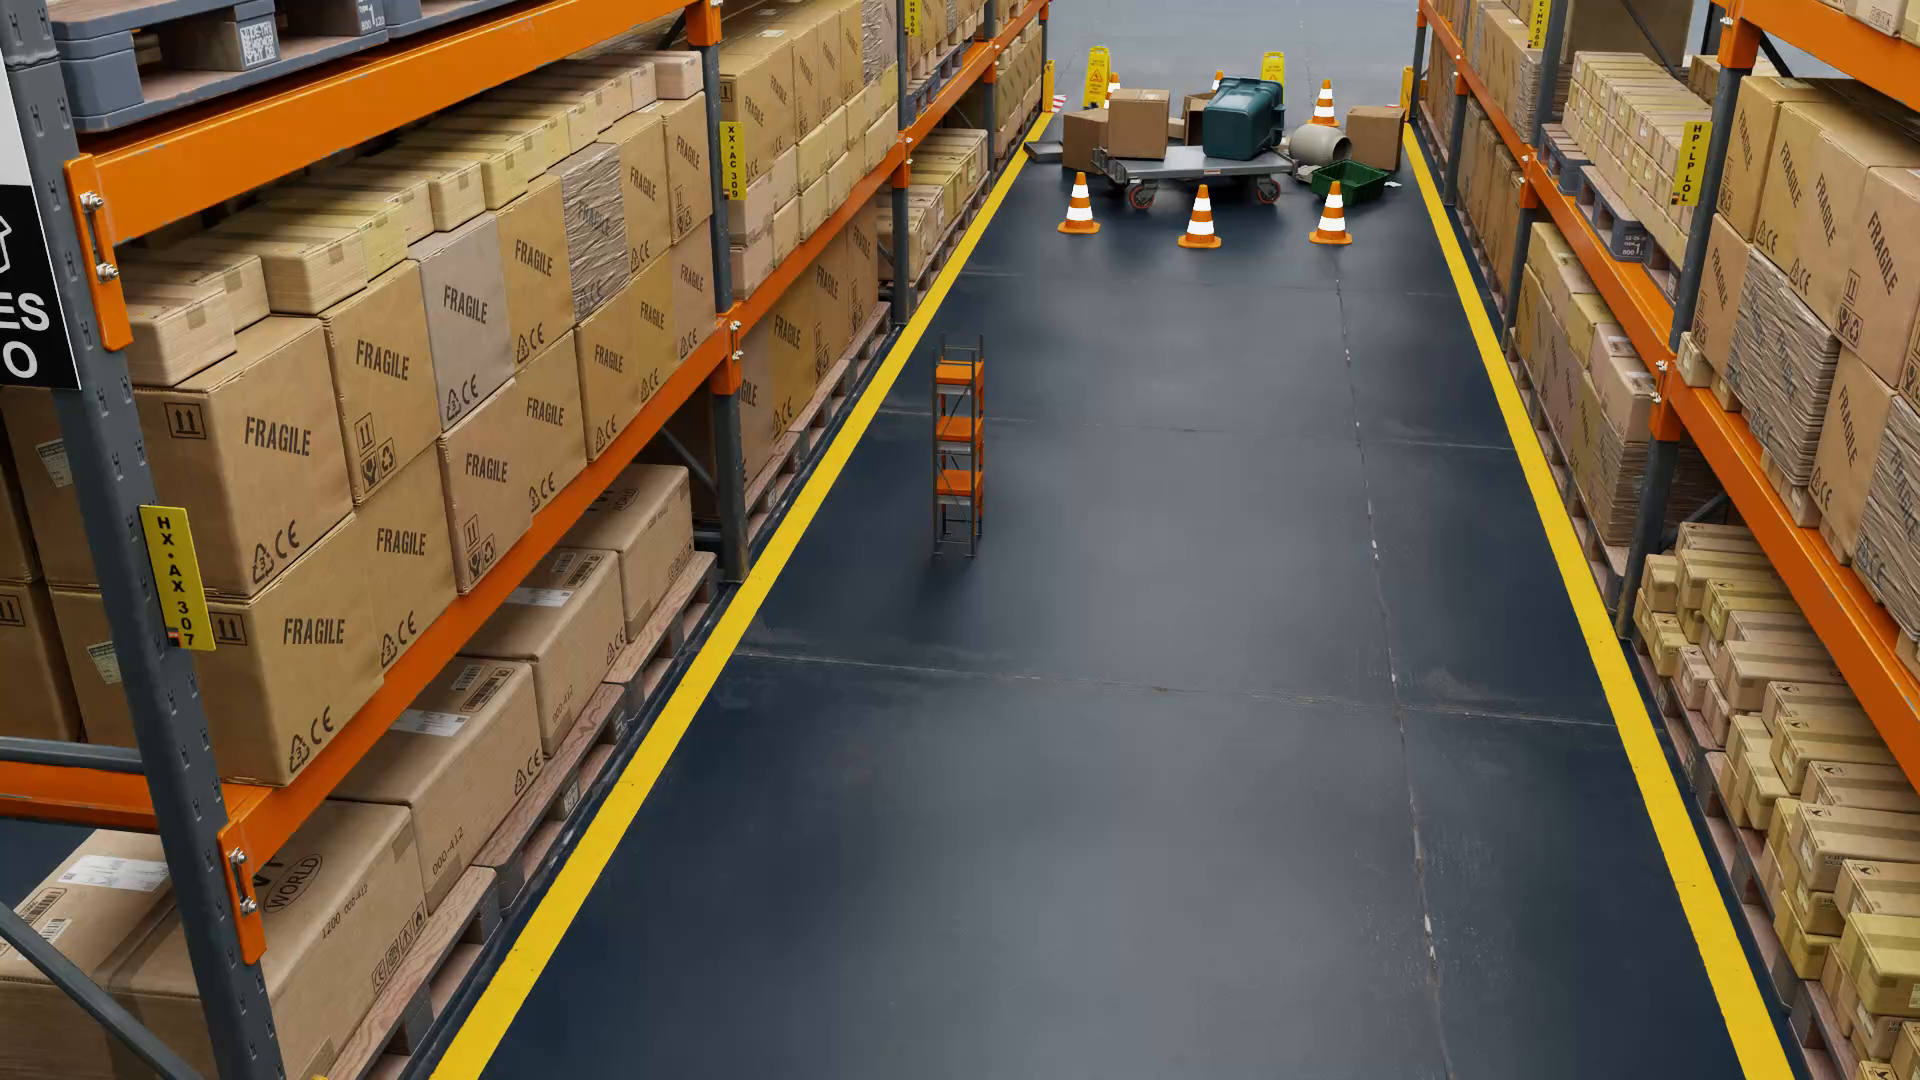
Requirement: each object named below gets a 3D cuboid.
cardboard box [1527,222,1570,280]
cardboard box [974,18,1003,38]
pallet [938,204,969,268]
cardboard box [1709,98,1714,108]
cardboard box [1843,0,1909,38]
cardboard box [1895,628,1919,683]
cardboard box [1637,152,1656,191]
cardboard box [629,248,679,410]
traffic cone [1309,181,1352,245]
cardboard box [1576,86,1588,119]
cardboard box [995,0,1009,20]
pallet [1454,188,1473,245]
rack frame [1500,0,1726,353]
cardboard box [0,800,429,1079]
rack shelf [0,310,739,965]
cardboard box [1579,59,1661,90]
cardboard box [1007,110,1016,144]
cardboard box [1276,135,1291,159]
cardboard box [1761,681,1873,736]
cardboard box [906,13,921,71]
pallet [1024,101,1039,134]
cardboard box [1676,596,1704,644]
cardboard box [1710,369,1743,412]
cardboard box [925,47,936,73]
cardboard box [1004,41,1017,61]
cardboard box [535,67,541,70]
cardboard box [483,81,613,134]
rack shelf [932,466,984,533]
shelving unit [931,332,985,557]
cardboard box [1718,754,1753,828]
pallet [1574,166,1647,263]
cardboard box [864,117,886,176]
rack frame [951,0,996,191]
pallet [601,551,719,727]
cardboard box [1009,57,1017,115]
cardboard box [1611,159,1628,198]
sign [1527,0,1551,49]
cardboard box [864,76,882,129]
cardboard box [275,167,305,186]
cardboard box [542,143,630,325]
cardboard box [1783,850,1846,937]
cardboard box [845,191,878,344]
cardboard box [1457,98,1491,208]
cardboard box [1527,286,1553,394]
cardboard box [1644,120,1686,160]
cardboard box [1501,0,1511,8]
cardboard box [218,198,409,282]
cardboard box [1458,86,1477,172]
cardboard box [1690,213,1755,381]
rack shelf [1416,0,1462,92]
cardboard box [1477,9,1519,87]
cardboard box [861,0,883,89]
[{"bbox_3d":[3.700,-1.703,9.919,0.500,0.250,0.500,3,25,6],"label":"cardboard box"},{"bbox_3d":[0.173,-4.546,14.721,0.380,0.149,0.250,4,25,8],"label":"cardboard box"},{"bbox_3d":[-0.518,-2.450,13.236,1.003,0.211,1.213,4,25,9],"label":"pallet"},{"bbox_3d":[4.337,-2.328,9.135,0.380,0.149,0.250,5,25,10],"label":"cardboard box"},{"bbox_3d":[2.884,-1.593,4.753,0.500,0.250,0.500,5,26,11],"label":"cardboard box"},{"bbox_3d":[2.713,0.303,4.361,0.380,0.149,0.250,3,25,6],"label":"cardboard box"},{"bbox_3d":[3.437,-1.733,7.863,0.380,0.149,0.250,3,25,6],"label":"cardboard box"},{"bbox_3d":[-1.405,-0.823,6.352,0.500,0.500,0.500,3,25,7],"label":"cardboard box"},{"bbox_3d":[2.996,-2.645,13.354,0.336,0.463,0.334,4,25,9],"label":"traffic cone"},{"bbox_3d":[3.732,-2.486,9.474,0.380,0.149,0.250,5,26,11],"label":"cardboard box"},{"bbox_3d":[0.152,-4.895,14.701,0.500,0.500,0.500,4,25,8],"label":"cardboard box"},{"bbox_3d":[4.653,-2.659,13.682,1.003,0.211,1.213,4,25,9],"label":"pallet"},{"bbox_3d":[4.051,-2.577,10.217,1.000,3.000,0.127,4,25,9],"label":"rack frame"},{"bbox_3d":[-2.147,1.155,4.770,0.875,0.438,0.875,3,25,7],"label":"cardboard box"},{"bbox_3d":[-1.830,-0.043,5.651,1.077,0.370,4.000,4,25,9],"label":"rack shelf"},{"bbox_3d":[3.743,-2.630,9.431,0.380,0.149,0.250,3,25,7],"label":"cardboard box"},{"bbox_3d":[0.244,-3.948,15.894,0.500,0.250,0.500,5,26,11],"label":"cardboard box"},{"bbox_3d":[3.169,-3.858,16.179,0.396,0.266,0.258,8,26,18],"label":"cardboard box"},{"bbox_3d":[2.935,0.609,5.577,0.380,0.149,0.250,3,25,6],"label":"cardboard box"},{"bbox_3d":[-0.547,-3.420,11.054,0.500,0.500,0.500,3,25,7],"label":"cardboard box"},{"bbox_3d":[0.278,-4.592,17.810,1.003,0.211,1.213,4,25,9],"label":"pallet"},{"bbox_3d":[3.070,0.304,6.580,0.380,0.149,0.250,4,25,9],"label":"cardboard box"},{"bbox_3d":[3.059,-0.581,6.250,0.380,0.149,0.250,5,26,10],"label":"cardboard box"},{"bbox_3d":[-0.378,-3.418,11.815,0.380,0.149,0.250,4,25,9],"label":"cardboard box"},{"bbox_3d":[0.329,-4.620,15.681,0.380,0.149,0.250,5,26,11],"label":"cardboard box"},{"bbox_3d":[-1.836,-1.774,6.440,0.380,0.149,0.250,4,25,9],"label":"cardboard box"},{"bbox_3d":[-1.463,-1.532,5.923,0.380,0.149,0.250,4,25,8],"label":"cardboard box"},{"bbox_3d":[-0.009,-0.192,8.102,0.215,0.259,0.240,4,25,9],"label":"rack shelf"},{"bbox_3d":[-0.009,-0.453,7.980,0.215,1.050,0.252,4,25,9],"label":"shelving unit"},{"bbox_3d":[2.849,0.872,5.715,0.380,0.149,0.250,3,25,7],"label":"cardboard box"},{"bbox_3d":[3.768,-1.659,8.483,1.003,0.211,1.213,4,25,9],"label":"pallet"},{"bbox_3d":[-0.743,-2.366,9.942,0.500,0.250,0.500,4,25,9],"label":"cardboard box"},{"bbox_3d":[-0.195,-4.551,14.434,1.000,3.000,0.127,4,25,9],"label":"rack frame"},{"bbox_3d":[-1.704,0.371,7.209,1.003,0.211,1.213,4,25,9],"label":"pallet"},{"bbox_3d":[0.243,-4.288,15.736,0.500,0.500,0.500,5,26,11],"label":"cardboard box"},{"bbox_3d":[3.520,-1.817,8.394,0.380,0.149,0.250,3,25,7],"label":"cardboard box"},{"bbox_3d":[3.503,-3.139,10.051,0.100,0.325,0.005,4,25,9],"label":"sign"},{"bbox_3d":[-0.758,-2.601,9.857,0.500,0.250,0.500,3,25,7],"label":"cardboard box"},{"bbox_3d":[-2.141,-1.025,4.840,0.380,0.149,0.250,5,25,10],"label":"cardboard box"},{"bbox_3d":[-1.472,-1.061,5.682,0.500,0.500,0.500,4,25,9],"label":"cardboard box"},{"bbox_3d":[2.703,1.060,4.965,0.380,0.149,0.250,4,25,9],"label":"cardboard box"},{"bbox_3d":[-1.044,-1.823,10.616,0.875,0.875,0.875,4,25,8],"label":"cardboard box"},{"bbox_3d":[4.692,-3.155,13.611,1.050,0.750,0.750,4,25,8],"label":"cardboard box"},{"bbox_3d":[3.605,-1.146,9.614,0.500,0.500,0.500,4,25,9],"label":"cardboard box"},{"bbox_3d":[3.444,-1.864,7.793,0.380,0.149,0.250,3,25,7],"label":"cardboard box"},{"bbox_3d":[4.547,-4.325,12.654,0.700,0.500,0.500,4,25,8],"label":"cardboard box"},{"bbox_3d":[-1.672,-0.780,4.315,0.380,0.149,0.250,3,25,7],"label":"cardboard box"},{"bbox_3d":[4.877,-3.736,14.704,0.875,0.875,0.875,4,25,9],"label":"cardboard box"},{"bbox_3d":[3.068,-0.894,6.154,0.500,0.500,0.500,4,25,8],"label":"cardboard box"},{"bbox_3d":[5.032,-4.761,15.731,1.077,0.370,4.000,4,25,9],"label":"rack shelf"},{"bbox_3d":[4.187,-3.674,12.443,0.500,0.500,0.500,4,25,8],"label":"cardboard box"},{"bbox_3d":[-0.751,-2.926,9.666,0.500,0.500,0.500,4,25,9],"label":"cardboard box"}]
